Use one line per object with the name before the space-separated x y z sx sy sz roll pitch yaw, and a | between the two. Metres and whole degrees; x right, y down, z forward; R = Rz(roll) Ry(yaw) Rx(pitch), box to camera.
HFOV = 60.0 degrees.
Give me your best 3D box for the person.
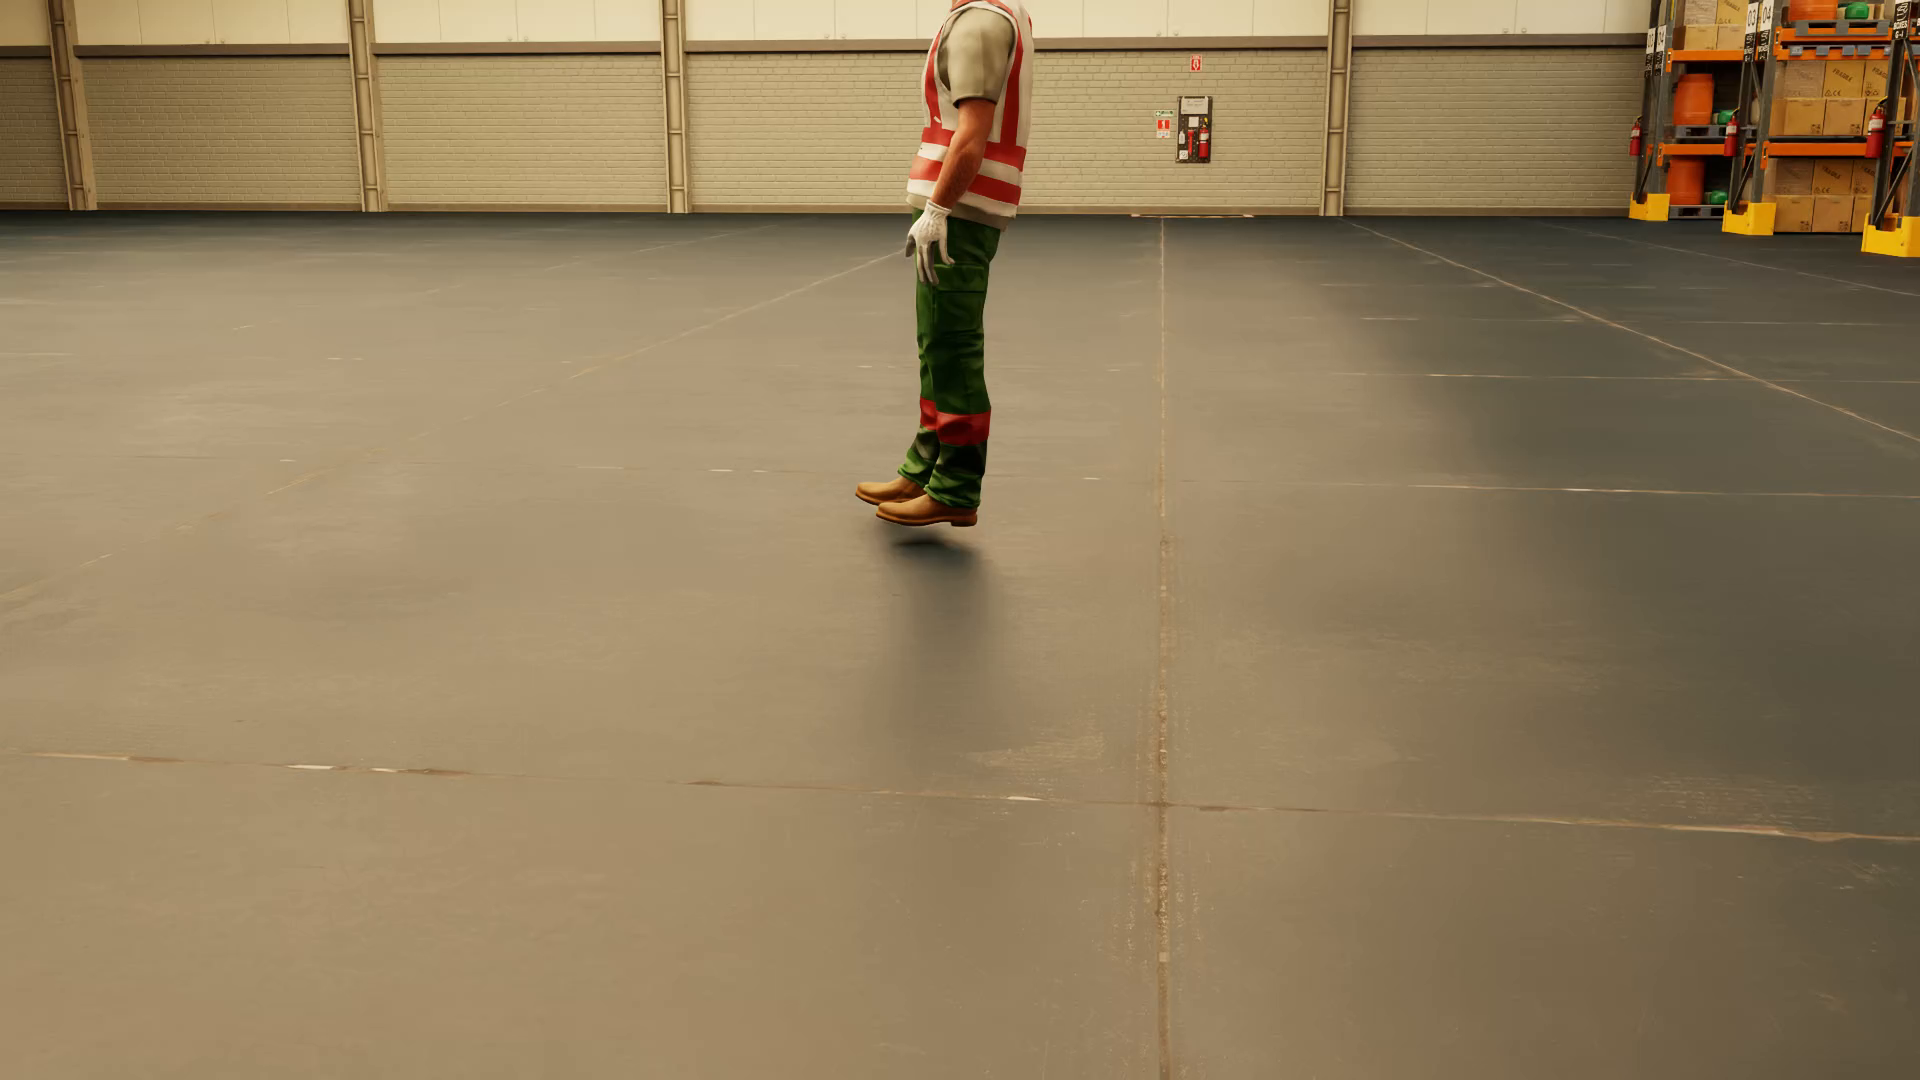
person | -0.078 -0.923 4.753 0.564 1.787 0.637 2 13 7
